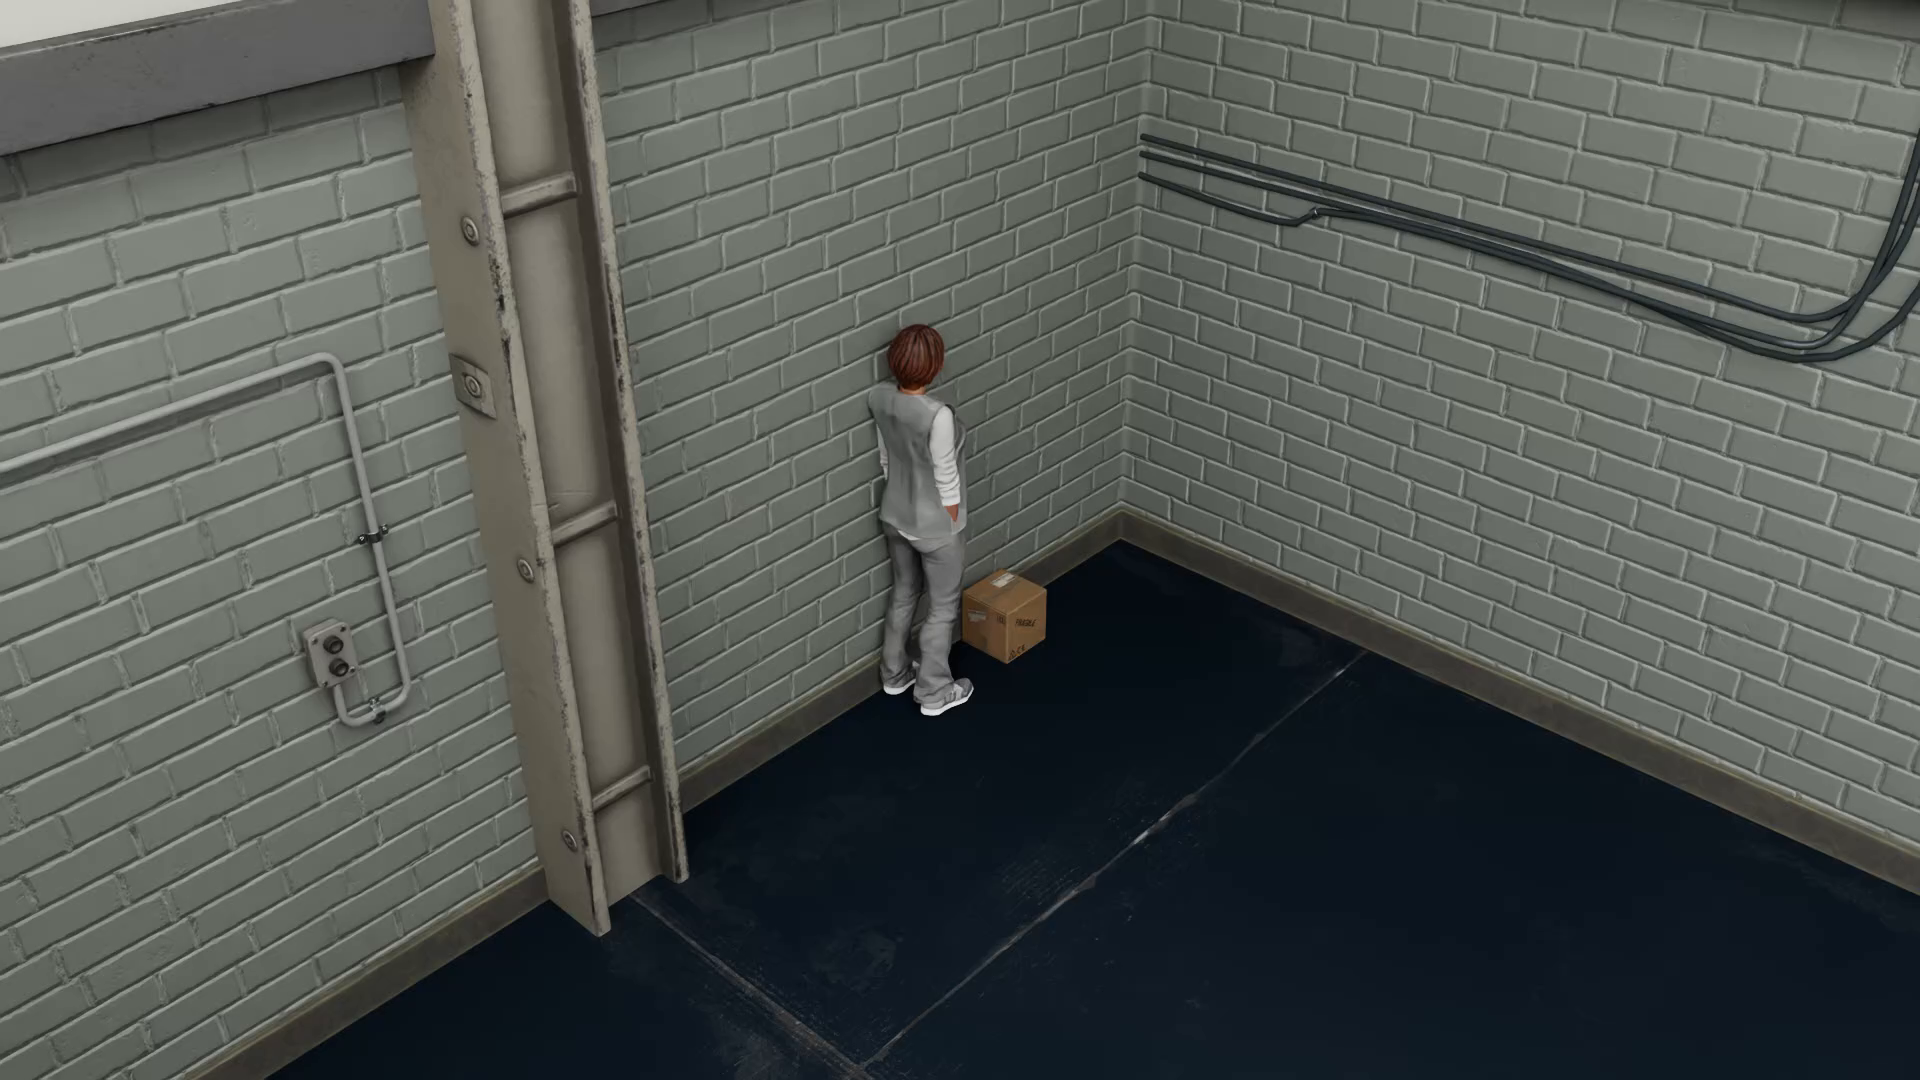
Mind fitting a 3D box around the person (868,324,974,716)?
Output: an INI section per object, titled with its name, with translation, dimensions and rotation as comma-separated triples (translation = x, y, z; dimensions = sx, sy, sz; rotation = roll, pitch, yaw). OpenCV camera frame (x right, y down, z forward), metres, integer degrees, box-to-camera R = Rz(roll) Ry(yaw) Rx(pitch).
[person]
translation = -0.151, -0.074, 6.268
dimensions = 0.406, 1.594, 0.309
rotation = 27, 41, 36
